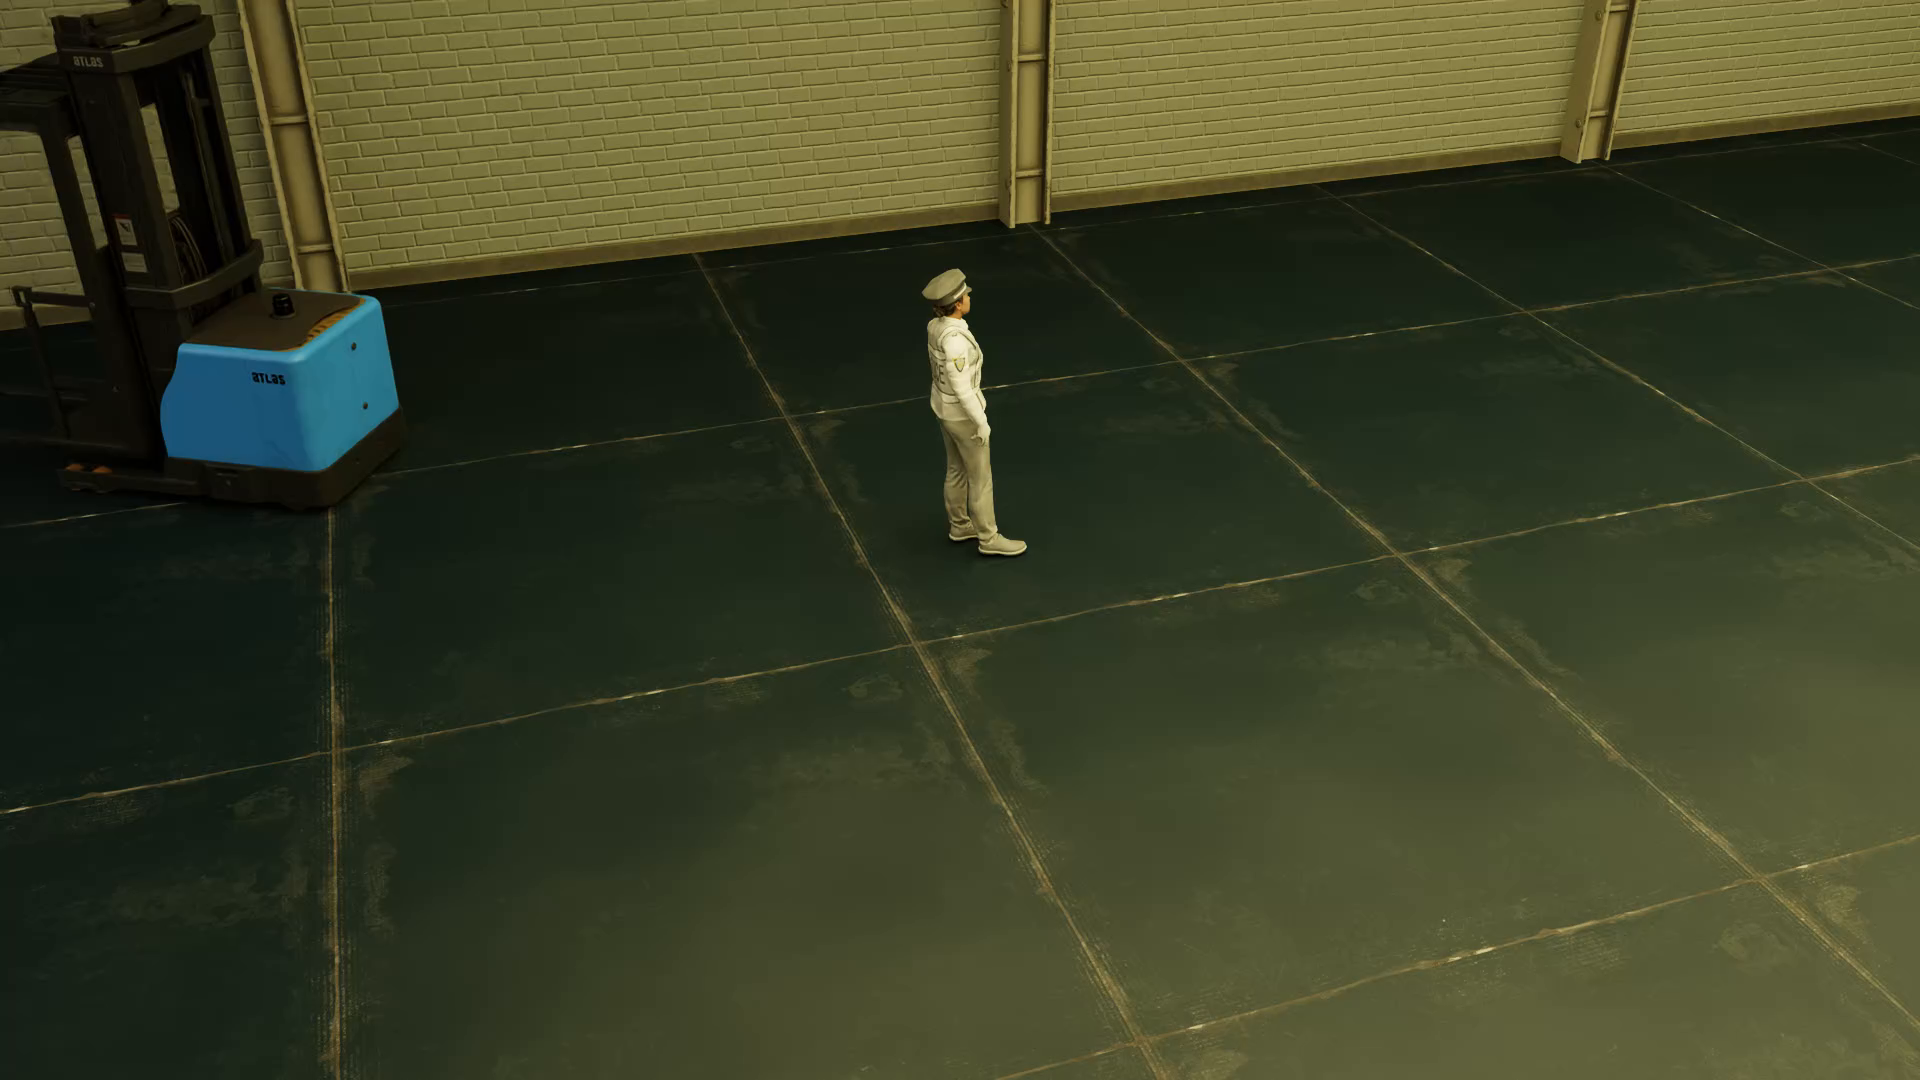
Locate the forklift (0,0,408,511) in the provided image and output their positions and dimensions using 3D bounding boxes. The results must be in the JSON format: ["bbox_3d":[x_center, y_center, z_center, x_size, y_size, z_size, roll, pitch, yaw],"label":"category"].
[{"bbox_3d":[-5.239,-1.814,10.240,3.031,2.935,1.130,6,30,11],"label":"forklift"}]

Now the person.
[{"bbox_3d":[0.067,-0.748,9.613,0.531,1.695,0.588,-10,31,-16],"label":"person"}]
